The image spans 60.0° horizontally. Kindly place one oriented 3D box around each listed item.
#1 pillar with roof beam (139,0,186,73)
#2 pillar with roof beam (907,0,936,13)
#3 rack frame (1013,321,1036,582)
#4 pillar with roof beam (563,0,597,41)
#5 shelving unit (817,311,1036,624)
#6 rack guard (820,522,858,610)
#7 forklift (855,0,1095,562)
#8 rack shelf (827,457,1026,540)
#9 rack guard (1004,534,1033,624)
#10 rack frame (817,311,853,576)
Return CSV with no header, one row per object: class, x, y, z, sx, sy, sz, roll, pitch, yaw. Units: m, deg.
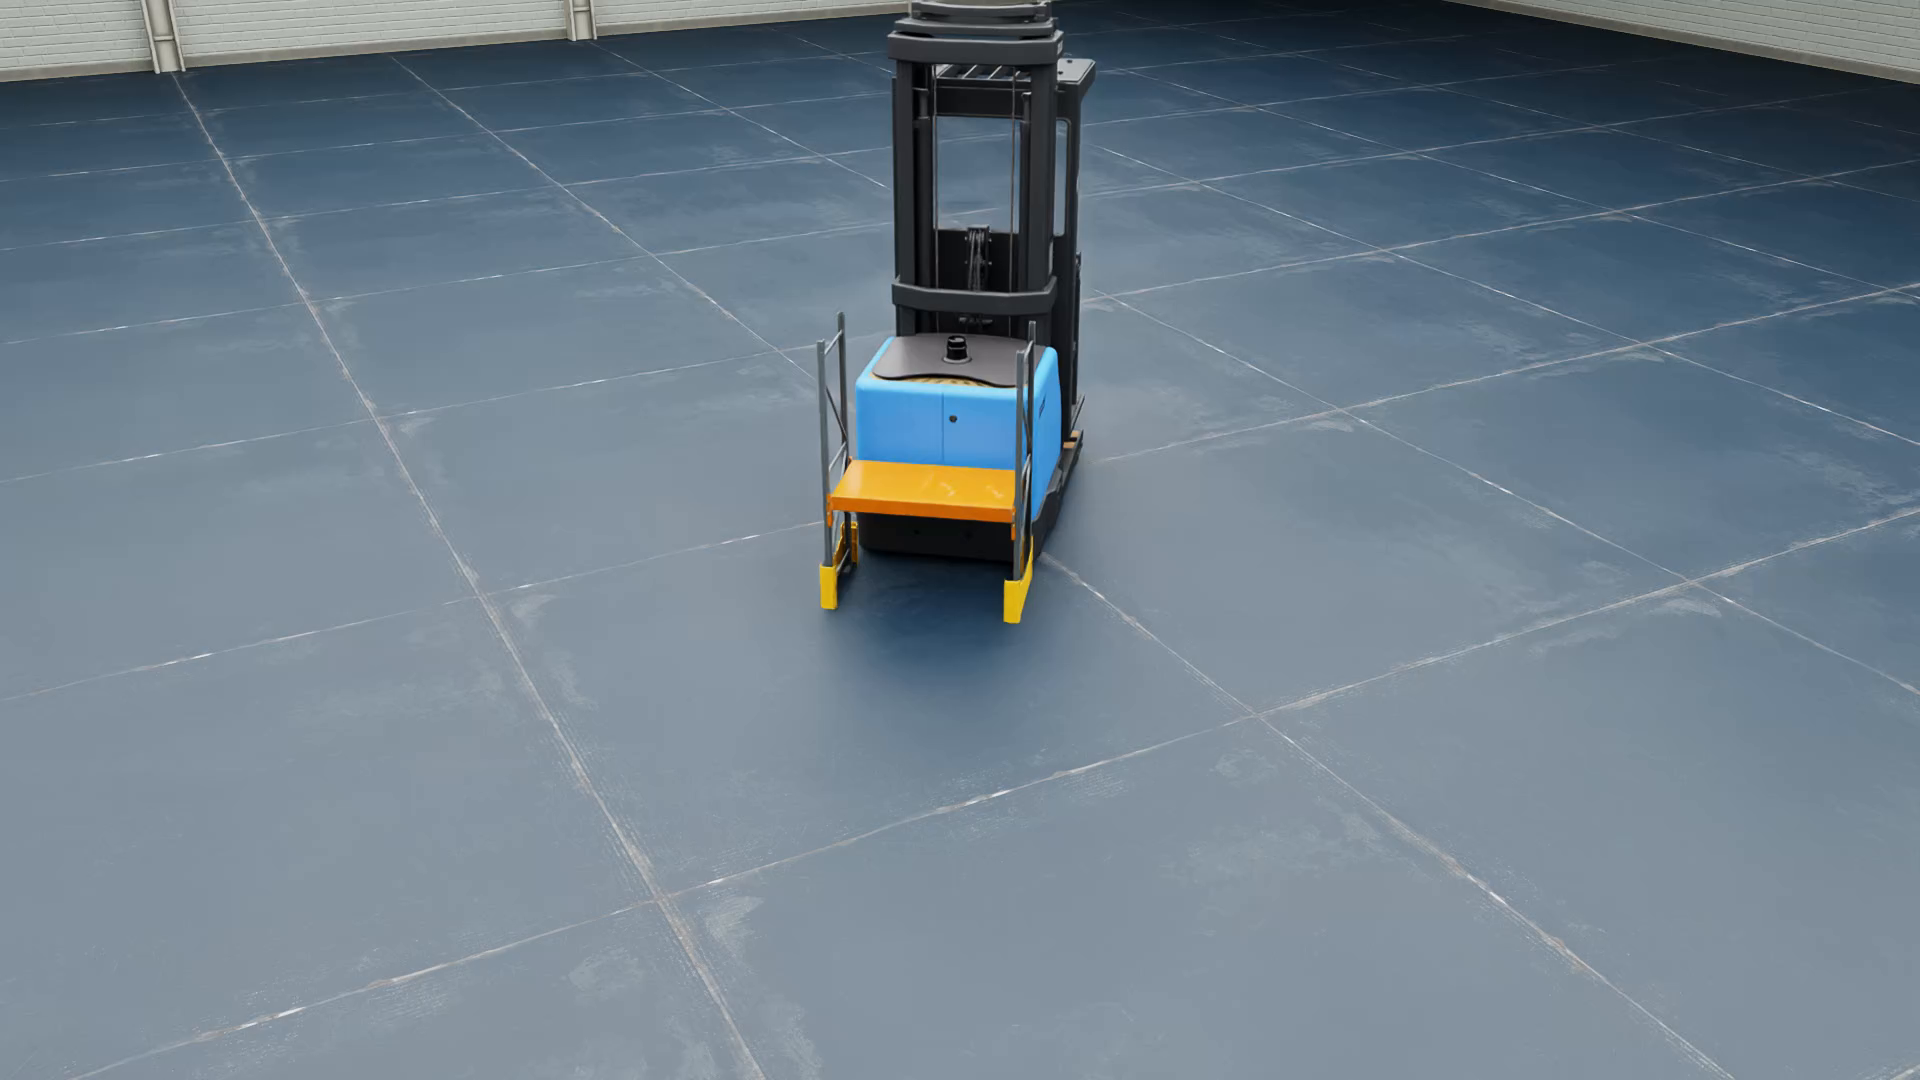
pillar with roof beam,-9.227,-9.100,18.307,0.400,9.000,9.100,-13,29,-25
pillar with roof beam,1.362,-11.544,23.397,0.400,9.000,9.100,-13,29,-25
rack frame,0.338,-0.356,8.758,0.032,1.500,0.500,4,26,9
pillar with roof beam,-3.933,-10.322,20.852,0.400,9.000,9.100,-13,29,-25
shelving unit,-0.173,-0.392,8.835,1.083,1.500,0.587,4,26,9
rack guard,-0.664,0.136,9.179,0.087,0.250,0.587,4,26,9
forklift,0.198,-1.810,10.134,1.130,2.935,3.031,5,26,10
rack shelf,-0.164,-0.230,8.911,1.000,0.185,0.538,4,26,9
rack guard,0.318,0.206,9.031,0.087,0.250,0.587,4,26,9
rack frame,-0.665,-0.428,8.908,0.032,1.500,0.500,4,26,9
